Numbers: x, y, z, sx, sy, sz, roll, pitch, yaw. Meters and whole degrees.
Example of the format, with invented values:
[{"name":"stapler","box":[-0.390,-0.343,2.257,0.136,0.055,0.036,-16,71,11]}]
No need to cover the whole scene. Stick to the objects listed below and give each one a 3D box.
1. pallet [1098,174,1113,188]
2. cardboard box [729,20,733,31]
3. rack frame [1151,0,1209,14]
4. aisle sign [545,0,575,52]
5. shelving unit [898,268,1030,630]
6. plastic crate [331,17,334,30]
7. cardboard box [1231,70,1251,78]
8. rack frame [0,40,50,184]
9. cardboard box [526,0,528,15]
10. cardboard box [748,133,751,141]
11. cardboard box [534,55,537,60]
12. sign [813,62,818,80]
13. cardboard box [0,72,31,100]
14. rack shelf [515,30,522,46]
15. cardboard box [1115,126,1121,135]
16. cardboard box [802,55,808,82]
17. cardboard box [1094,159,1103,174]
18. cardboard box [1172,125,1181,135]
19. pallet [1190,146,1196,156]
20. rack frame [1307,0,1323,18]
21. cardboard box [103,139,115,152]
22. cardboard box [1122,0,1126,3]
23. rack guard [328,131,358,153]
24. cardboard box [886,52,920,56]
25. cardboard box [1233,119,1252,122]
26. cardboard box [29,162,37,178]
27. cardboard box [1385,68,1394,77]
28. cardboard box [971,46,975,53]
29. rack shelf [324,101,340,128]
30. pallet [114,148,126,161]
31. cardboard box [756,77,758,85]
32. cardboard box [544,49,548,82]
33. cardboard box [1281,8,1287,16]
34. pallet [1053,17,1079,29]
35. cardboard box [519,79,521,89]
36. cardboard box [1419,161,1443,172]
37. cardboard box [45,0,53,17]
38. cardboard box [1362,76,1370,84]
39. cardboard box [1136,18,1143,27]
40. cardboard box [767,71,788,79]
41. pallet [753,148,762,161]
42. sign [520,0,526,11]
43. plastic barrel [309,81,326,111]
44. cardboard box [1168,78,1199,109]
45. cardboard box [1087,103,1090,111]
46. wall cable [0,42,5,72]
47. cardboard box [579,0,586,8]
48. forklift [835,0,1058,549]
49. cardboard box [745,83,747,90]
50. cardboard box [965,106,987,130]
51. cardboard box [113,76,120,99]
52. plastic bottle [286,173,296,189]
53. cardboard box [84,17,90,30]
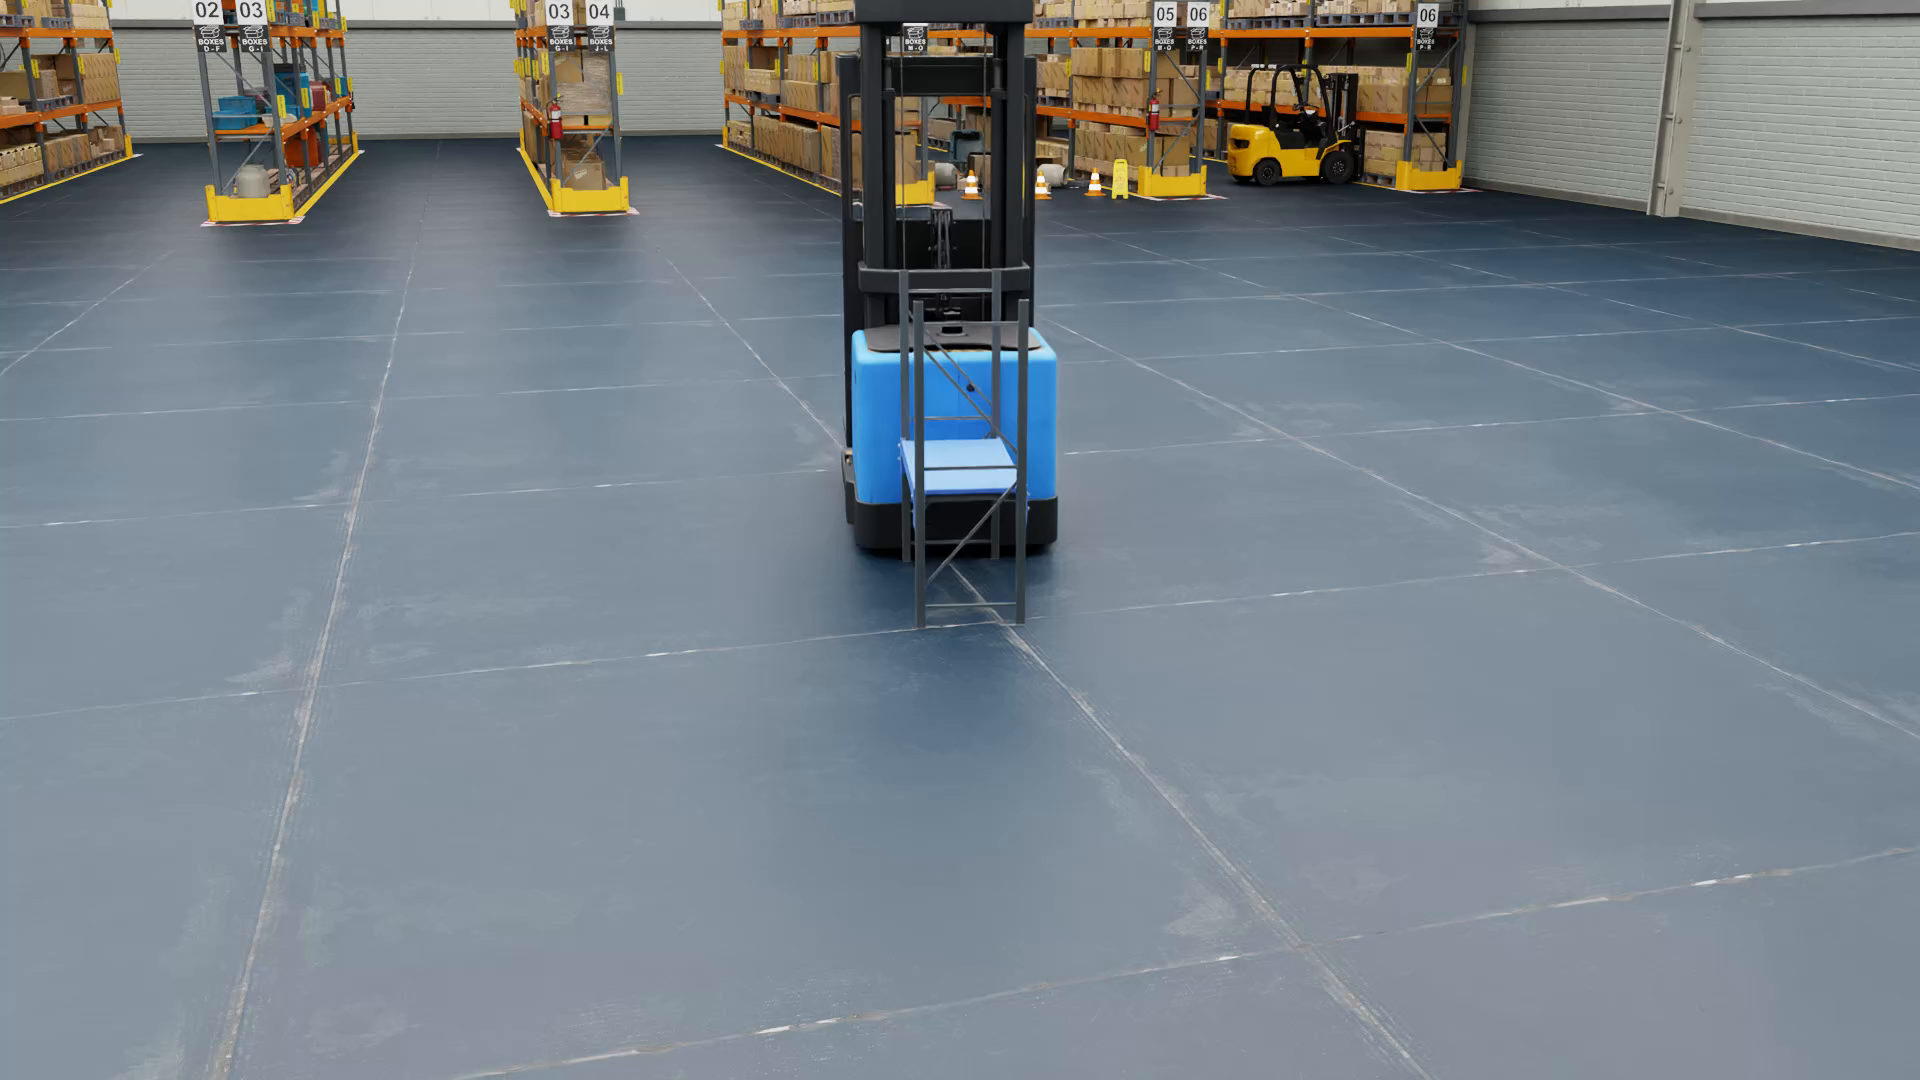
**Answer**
[{"name":"pallet","box":[3.165,-6.673,30.801,1.003,0.211,1.213,-5,17,-15]},{"name":"cardboard box","box":[-5.249,-12.363,39.942,0.500,0.250,0.500,-5,18,-17]},{"name":"rack frame","box":[3.707,-10.297,27.588,1.000,3.000,0.127,-5,17,-15]},{"name":"aisle sign","box":[-6.093,-7.844,25.333,0.394,0.787,0.004,-5,17,-15]},{"name":"shelving unit","box":[0.001,-0.463,7.885,0.538,1.500,1.048,-2,17,-5]},{"name":"plastic crate","box":[-13.959,-11.307,36.393,0.497,0.269,0.590,-5,17,-15]},{"name":"cardboard box","box":[6.159,-10.203,36.404,0.380,0.149,0.250,-4,17,-14]},{"name":"rack frame","box":[-17.546,-8.071,30.606,1.000,3.000,0.127,-5,17,-15]},{"name":"cardboard box","box":[-8.138,-10.426,32.192,0.500,0.500,0.500,-5,17,-15]},{"name":"cardboard box","box":[-4.714,-9.364,38.619,0.380,0.149,0.250,-4,17,-14]},{"name":"cardboard box","box":[-8.382,-9.765,34.330,0.797,0.503,0.637,-4,17,-14]},{"name":"sign","box":[-2.643,-8.582,30.432,0.100,0.325,0.005,-5,17,-15]},{"name":"cardboard box","box":[-17.827,-8.485,31.082,0.700,0.500,0.500,-12,20,-34]},{"name":"rack shelf","box":[-9.669,-11.605,38.407,1.077,0.370,4.000,-5,17,-15]},{"name":"cardboard box","box":[3.005,-7.345,29.807,0.380,0.149,0.250,-4,17,-14]},{"name":"cardboard box","box":[-2.685,-9.196,32.440,0.700,0.500,0.500,-5,17,-16]},{"name":"cardboard box","box":[2.816,-6.936,30.879,0.500,0.250,0.500,-5,17,-16]},{"name":"cardboard box","box":[5.386,-9.704,39.658,0.500,0.500,0.500,-5,17,-17]},{"name":"pallet","box":[5.780,-9.241,39.348,1.003,0.211,1.213,-5,17,-15]},{"name":"rack frame","box":[7.380,-11.797,32.582,1.000,3.000,0.127,-5,17,-15]},{"name":"cardboard box","box":[-19.126,-8.781,36.987,0.500,0.250,0.500,-5,17,-15]},{"name":"cardboard box","box":[3.082,-9.552,29.375,0.380,0.149,0.250,-5,17,-17]},{"name":"rack guard","box":[-15.000,-9.483,39.651,1.175,0.500,0.348,-5,17,-15]},{"name":"cardboard box","box":[-1.089,-7.699,27.231,0.875,0.550,0.550,-5,17,-15]},{"name":"cardboard box","box":[6.437,-9.513,37.896,0.380,0.149,0.250,-4,17,-12]},{"name":"cardboard box","box":[-17.021,-6.686,30.047,0.500,0.250,0.500,-5,17,-16]},{"name":"cardboard box","box":[7.982,-8.536,30.338,0.380,0.149,0.250,-4,17,-14]},{"name":"cardboard box","box":[0.486,-11.758,39.841,0.380,0.149,0.250,-4,17,-14]},{"name":"rack shelf","box":[-13.332,-8.670,33.852,1.077,0.370,4.000,-5,17,-15]},{"name":"pallet","box":[-19.503,-8.706,37.570,1.003,0.211,1.213,-5,17,-15]},{"name":"cardboard box","box":[-4.224,-9.969,36.115,0.380,0.149,0.250,-5,17,-16]},{"name":"cardboard box","box":[-6.353,-7.580,26.543,0.500,0.500,0.500,-5,17,-15]},{"name":"cardboard box","box":[6.785,-10.769,33.907,0.380,0.149,0.250,-5,17,-15]},{"name":"pallet","box":[2.541,-10.056,32.327,1.213,0.211,1.003,-5,17,-15]},{"name":"cardboard box","box":[-10.346,-10.982,40.043,0.500,0.250,0.500,-5,17,-17]},{"name":"cardboard box","box":[8.532,-6.853,30.600,0.500,0.250,0.500,-5,17,-15]},{"name":"cardboard box","box":[-18.577,-10.765,33.286,0.600,0.600,0.600,-6,18,-20]},{"name":"cardboard box","box":[7.738,-8.602,31.074,0.380,0.149,0.250,-5,17,-15]},{"name":"cardboard box","box":[3.240,-8.883,28.532,0.380,0.149,0.250,-5,17,-15]},{"name":"cardboard box","box":[-3.798,-9.682,34.643,0.380,0.149,0.250,-5,18,-17]},{"name":"pallet","box":[-4.107,-8.773,37.790,1.003,0.211,1.213,-5,17,-15]},{"name":"sign","box":[-8.556,-10.533,32.554,0.100,0.325,0.005,-5,17,-15]},{"name":"plastic barrel","box":[-12.363,-8.422,31.539,0.600,0.536,0.708,-5,17,-15]},{"name":"cardboard box","box":[3.844,-7.767,28.904,0.500,0.500,0.500,-5,17,-16]},{"name":"cardboard box","box":[2.608,-8.160,31.341,0.380,0.149,0.250,-5,17,-16]},{"name":"wall cable","box":[-25.717,-12.870,41.552,3.097,2.526,0.112,-5,17,-15]},{"name":"cardboard box","box":[-5.675,-8.290,25.690,0.380,0.149,0.250,-5,17,-16]},{"name":"forklift","box":[-0.145,-1.734,9.629,1.130,2.935,3.031,-2,17,-5]},{"name":"cardboard box","box":[-4.656,-10.259,37.598,0.380,0.149,0.250,-6,18,-18]},{"name":"cardboard box","box":[0.657,-9.761,39.197,0.875,0.875,0.875,-4,17,-14]},{"name":"cardboard box","box":[-19.359,-10.229,37.618,0.500,0.500,0.500,-4,17,-14]},{"name":"plastic bottle","box":[-11.046,-5.918,27.410,0.152,0.276,0.135,-4,17,-14]},{"name":"cardboard box","box":[-18.810,-10.973,35.315,0.500,0.250,0.500,-5,17,-15]}]
